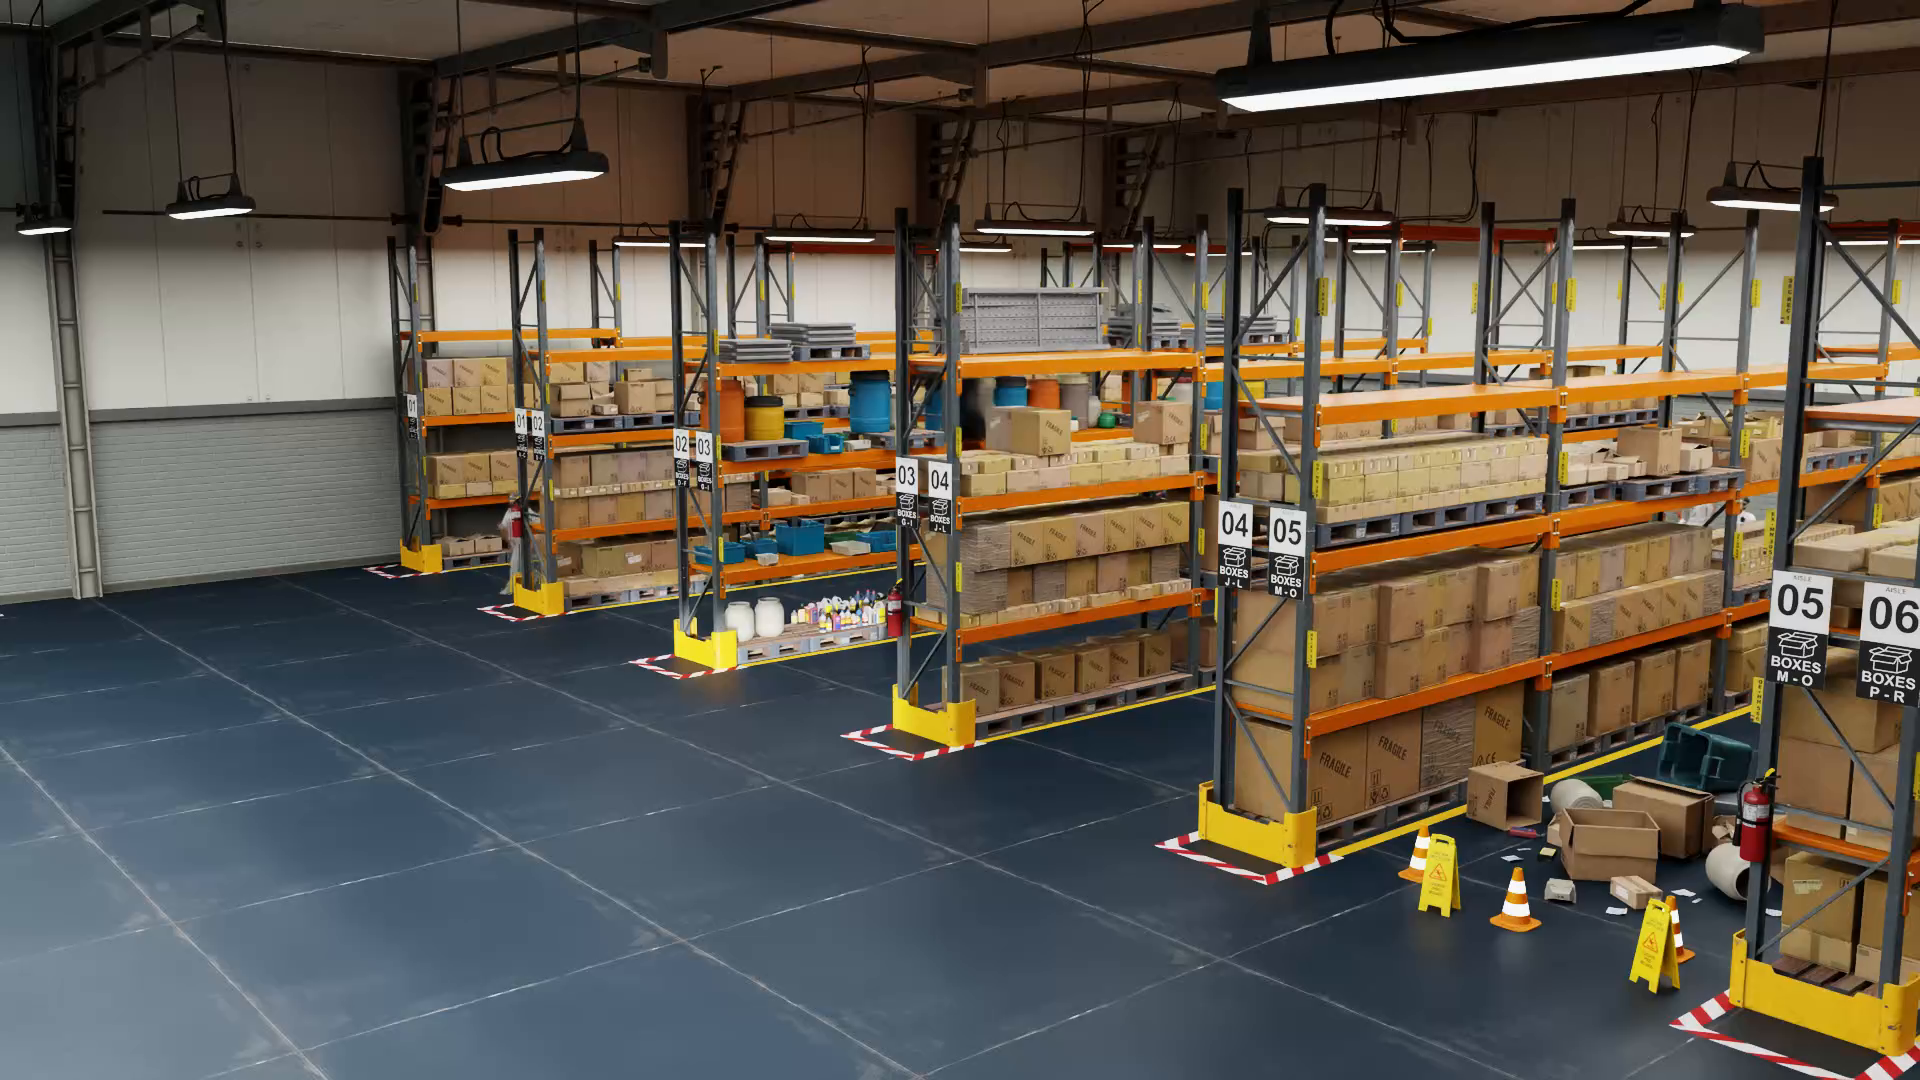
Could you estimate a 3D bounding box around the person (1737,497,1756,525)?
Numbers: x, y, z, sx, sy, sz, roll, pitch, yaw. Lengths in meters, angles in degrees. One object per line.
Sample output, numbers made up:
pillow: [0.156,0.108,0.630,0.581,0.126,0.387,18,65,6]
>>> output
person: [12.909,0.121,27.494,0.782,1.749,0.586,-8,12,-43]

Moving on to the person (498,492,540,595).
person: [-7.407,0.019,27.943,0.597,1.700,0.919,6,11,34]

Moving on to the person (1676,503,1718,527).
person: [12.954,-0.189,29.154,0.680,1.837,0.784,-3,9,-19]
